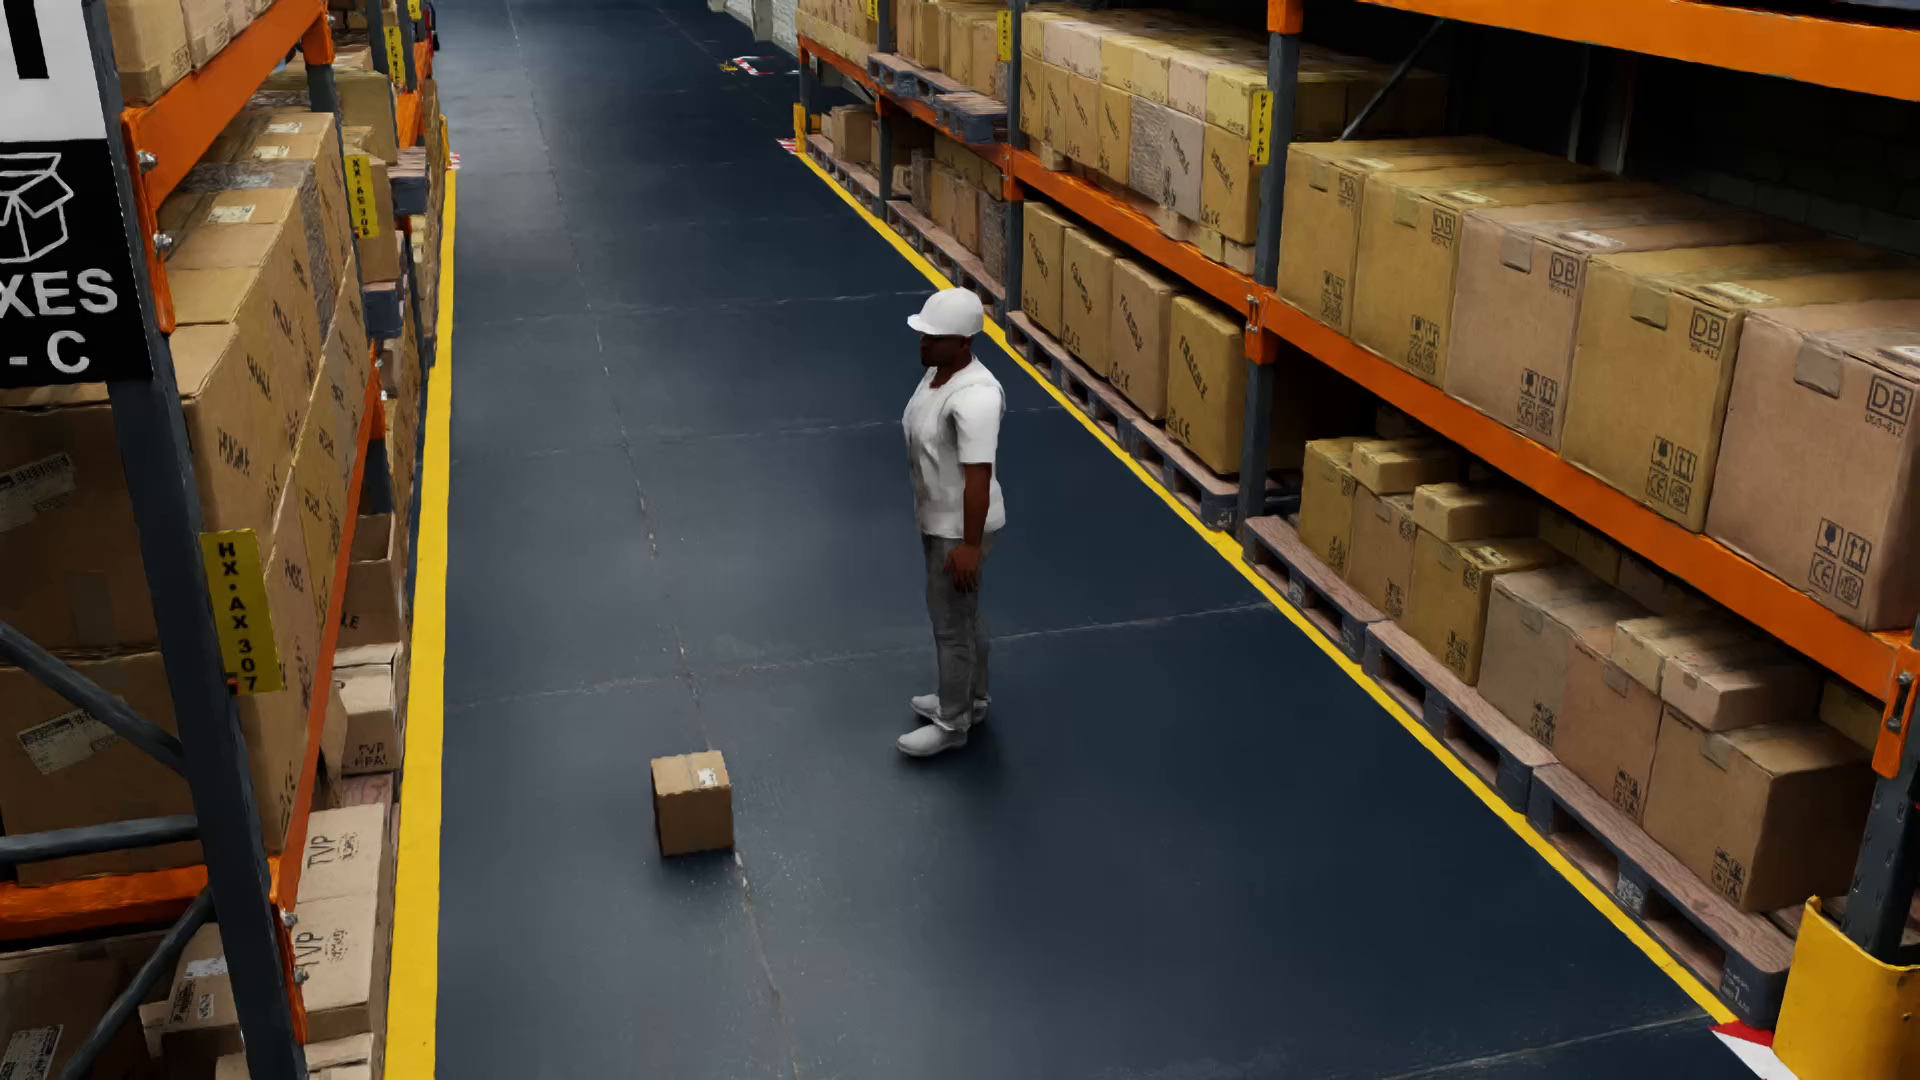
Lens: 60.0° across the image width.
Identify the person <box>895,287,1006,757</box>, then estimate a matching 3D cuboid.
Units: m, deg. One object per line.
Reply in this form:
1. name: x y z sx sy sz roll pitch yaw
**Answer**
1. person: -0.073 -0.069 6.177 0.440 1.770 0.678 -5 23 -12
